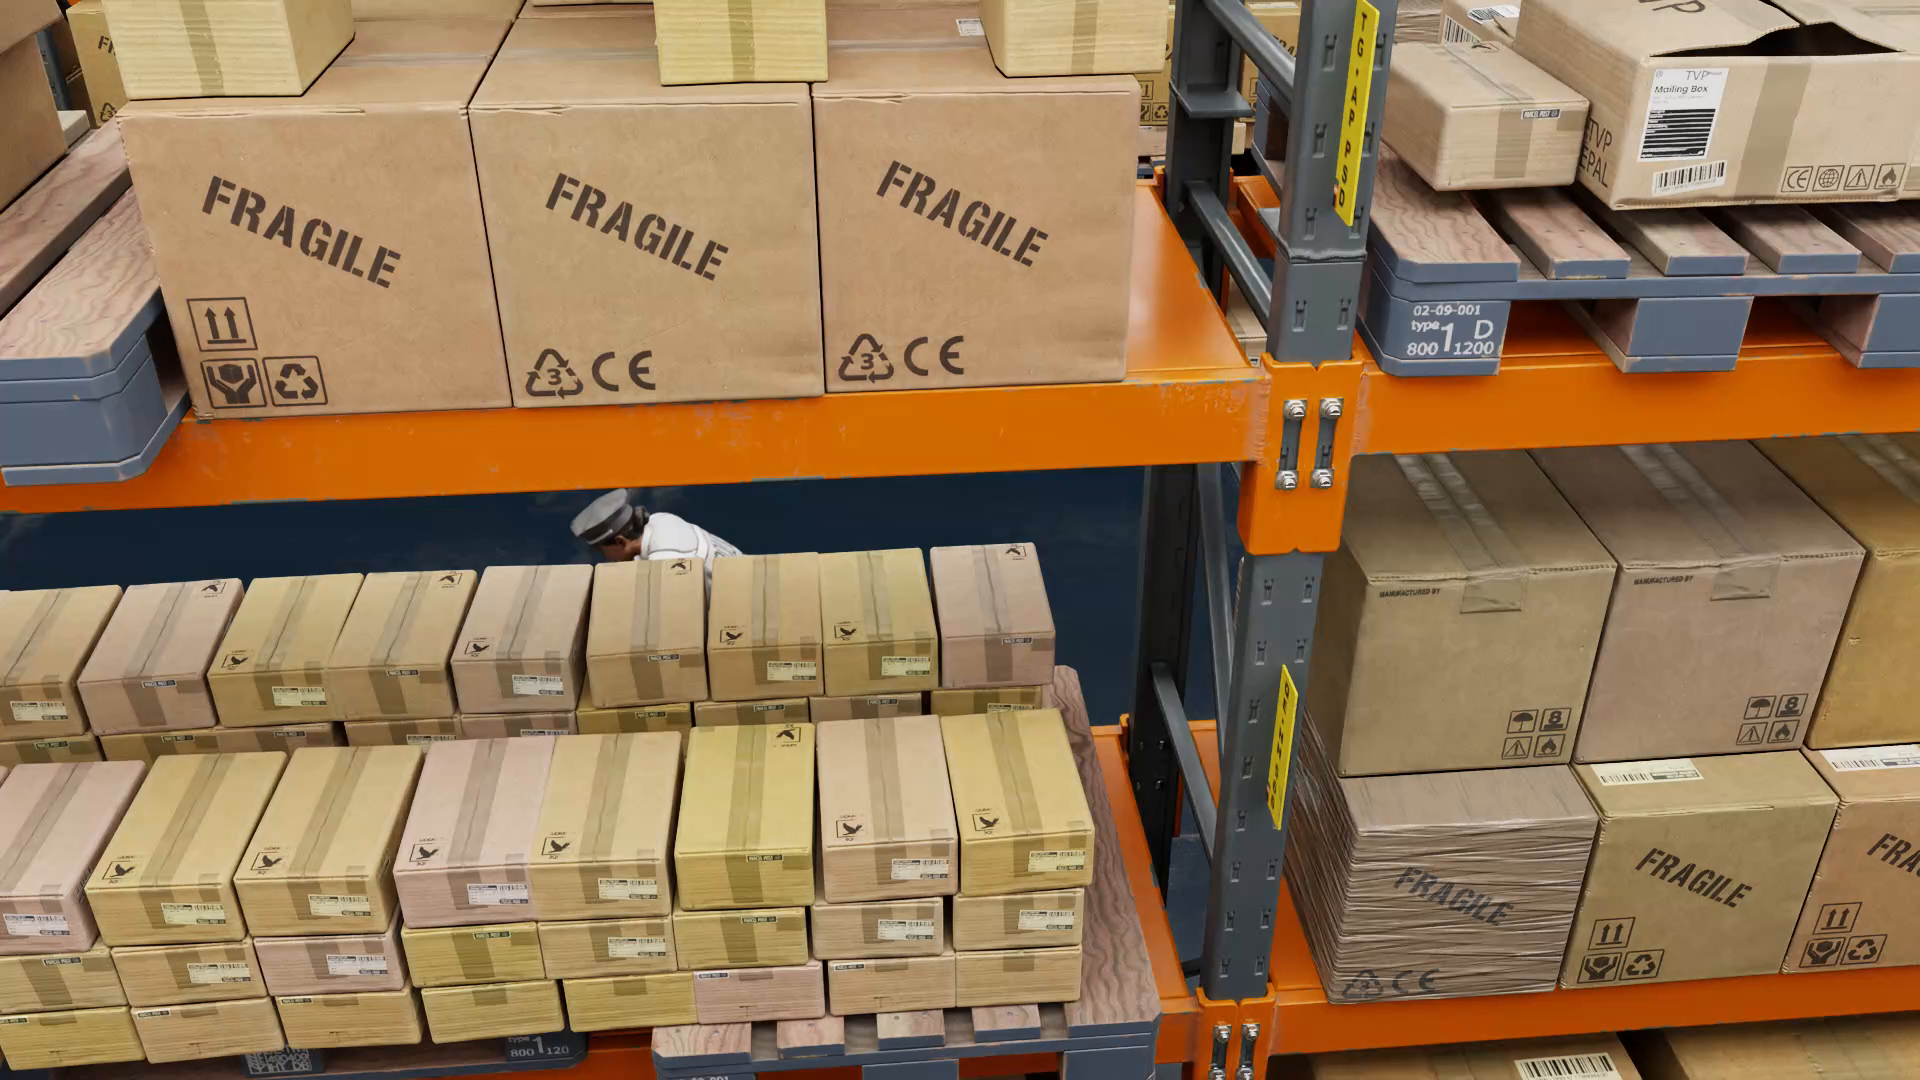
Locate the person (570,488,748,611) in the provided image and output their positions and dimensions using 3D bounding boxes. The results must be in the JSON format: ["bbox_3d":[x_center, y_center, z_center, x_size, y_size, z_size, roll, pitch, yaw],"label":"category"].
[{"bbox_3d":[-1.107,0.212,6.471,0.823,0.969,0.490,-3,31,-5],"label":"person"}]
